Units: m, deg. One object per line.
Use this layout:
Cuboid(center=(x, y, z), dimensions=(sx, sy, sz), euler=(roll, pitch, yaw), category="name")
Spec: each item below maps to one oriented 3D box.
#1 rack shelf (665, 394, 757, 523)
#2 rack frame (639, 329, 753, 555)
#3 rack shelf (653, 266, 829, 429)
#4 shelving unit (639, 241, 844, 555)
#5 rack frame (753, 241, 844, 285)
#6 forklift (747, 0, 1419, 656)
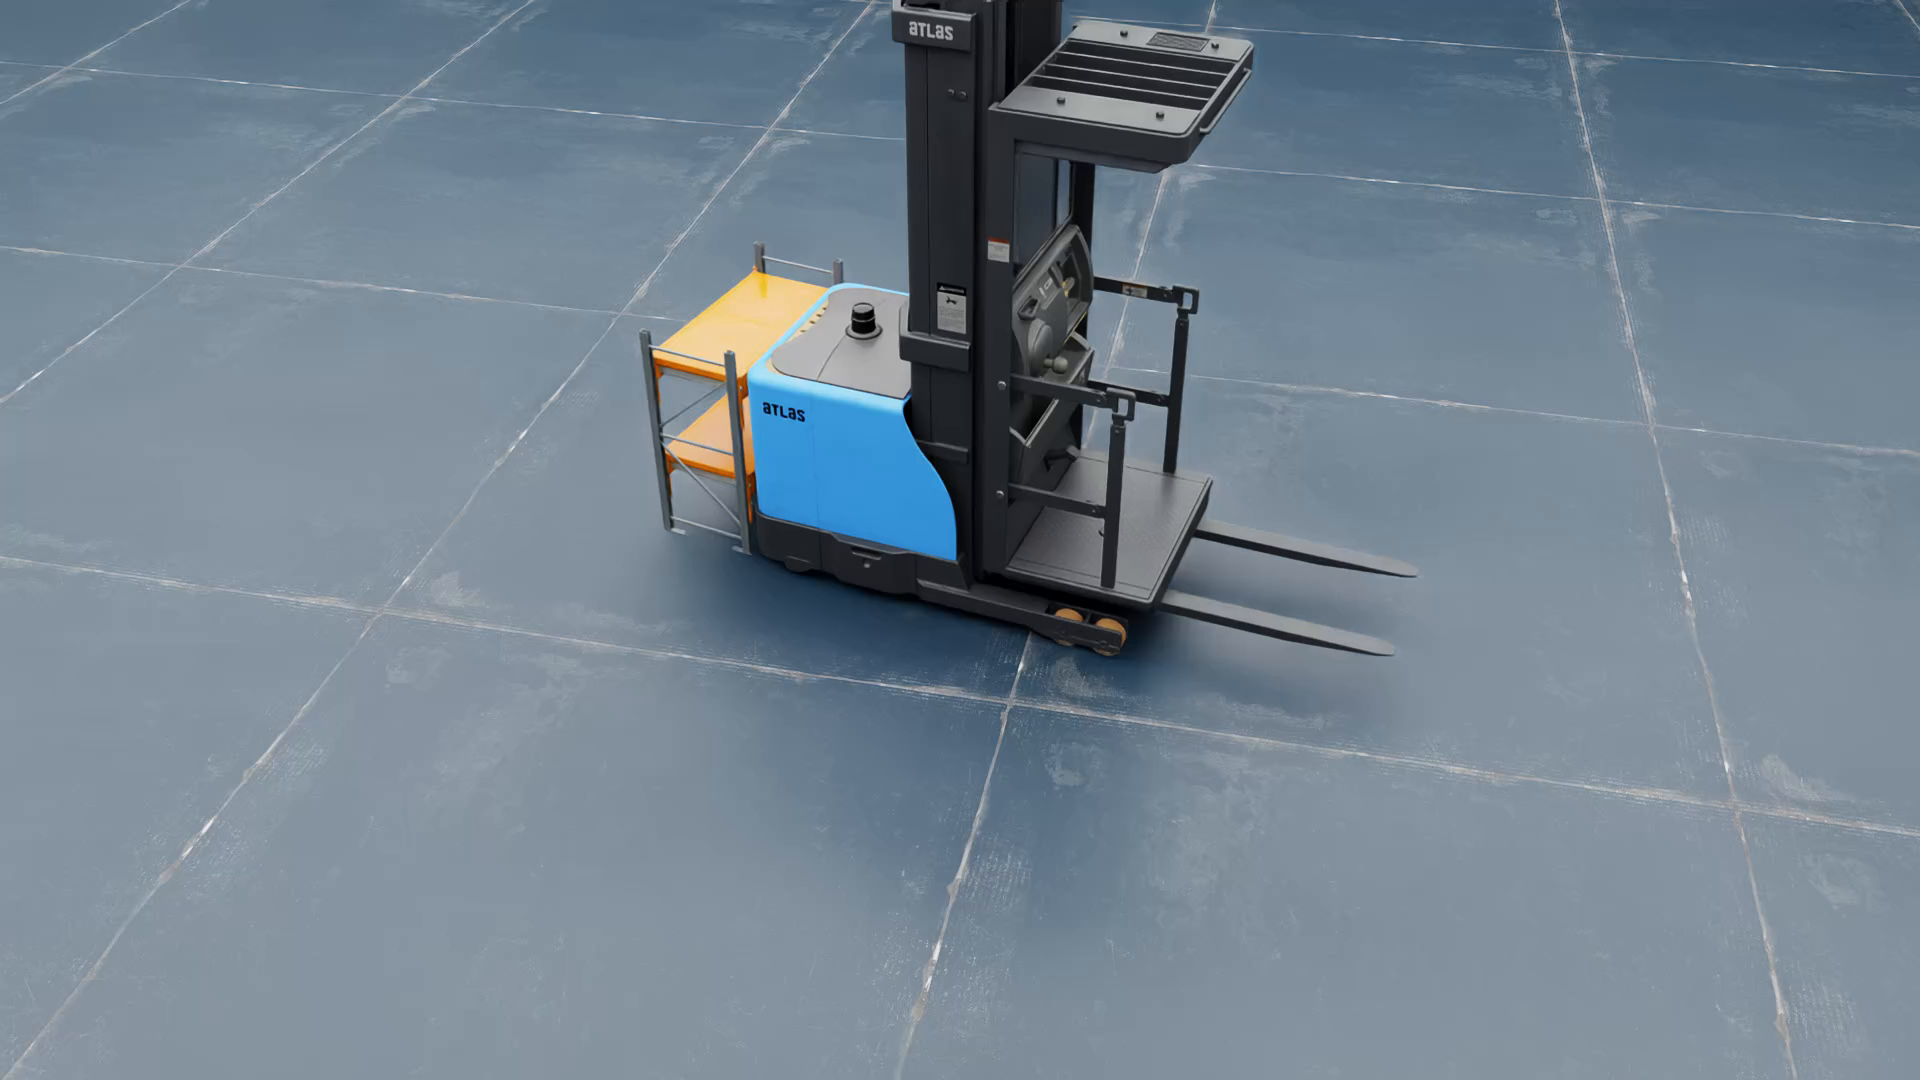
Cuboid(center=(-1.030, -0.522, 8.429), dimensions=(0.538, 0.278, 1.000), euler=(16, 39, 20), category="rack shelf")
Cuboid(center=(-1.247, -0.451, 7.913), dimensions=(0.500, 1.125, 0.032), euler=(16, 39, 20), category="rack frame")
Cuboid(center=(-1.030, -0.957, 8.114), dimensions=(0.538, 0.278, 1.000), euler=(16, 39, 20), category="rack shelf")
Cuboid(center=(-1.030, -0.720, 8.285), dimensions=(0.538, 1.125, 1.048), euler=(16, 39, 20), category="shelving unit")
Cuboid(center=(-0.812, -0.990, 8.657), dimensions=(0.500, 1.125, 0.032), euler=(16, 39, 20), category="rack frame")
Cuboid(center=(0.591, -1.019, 7.158), dimensions=(3.031, 2.935, 1.130), euler=(13, 38, 17), category="forklift")
